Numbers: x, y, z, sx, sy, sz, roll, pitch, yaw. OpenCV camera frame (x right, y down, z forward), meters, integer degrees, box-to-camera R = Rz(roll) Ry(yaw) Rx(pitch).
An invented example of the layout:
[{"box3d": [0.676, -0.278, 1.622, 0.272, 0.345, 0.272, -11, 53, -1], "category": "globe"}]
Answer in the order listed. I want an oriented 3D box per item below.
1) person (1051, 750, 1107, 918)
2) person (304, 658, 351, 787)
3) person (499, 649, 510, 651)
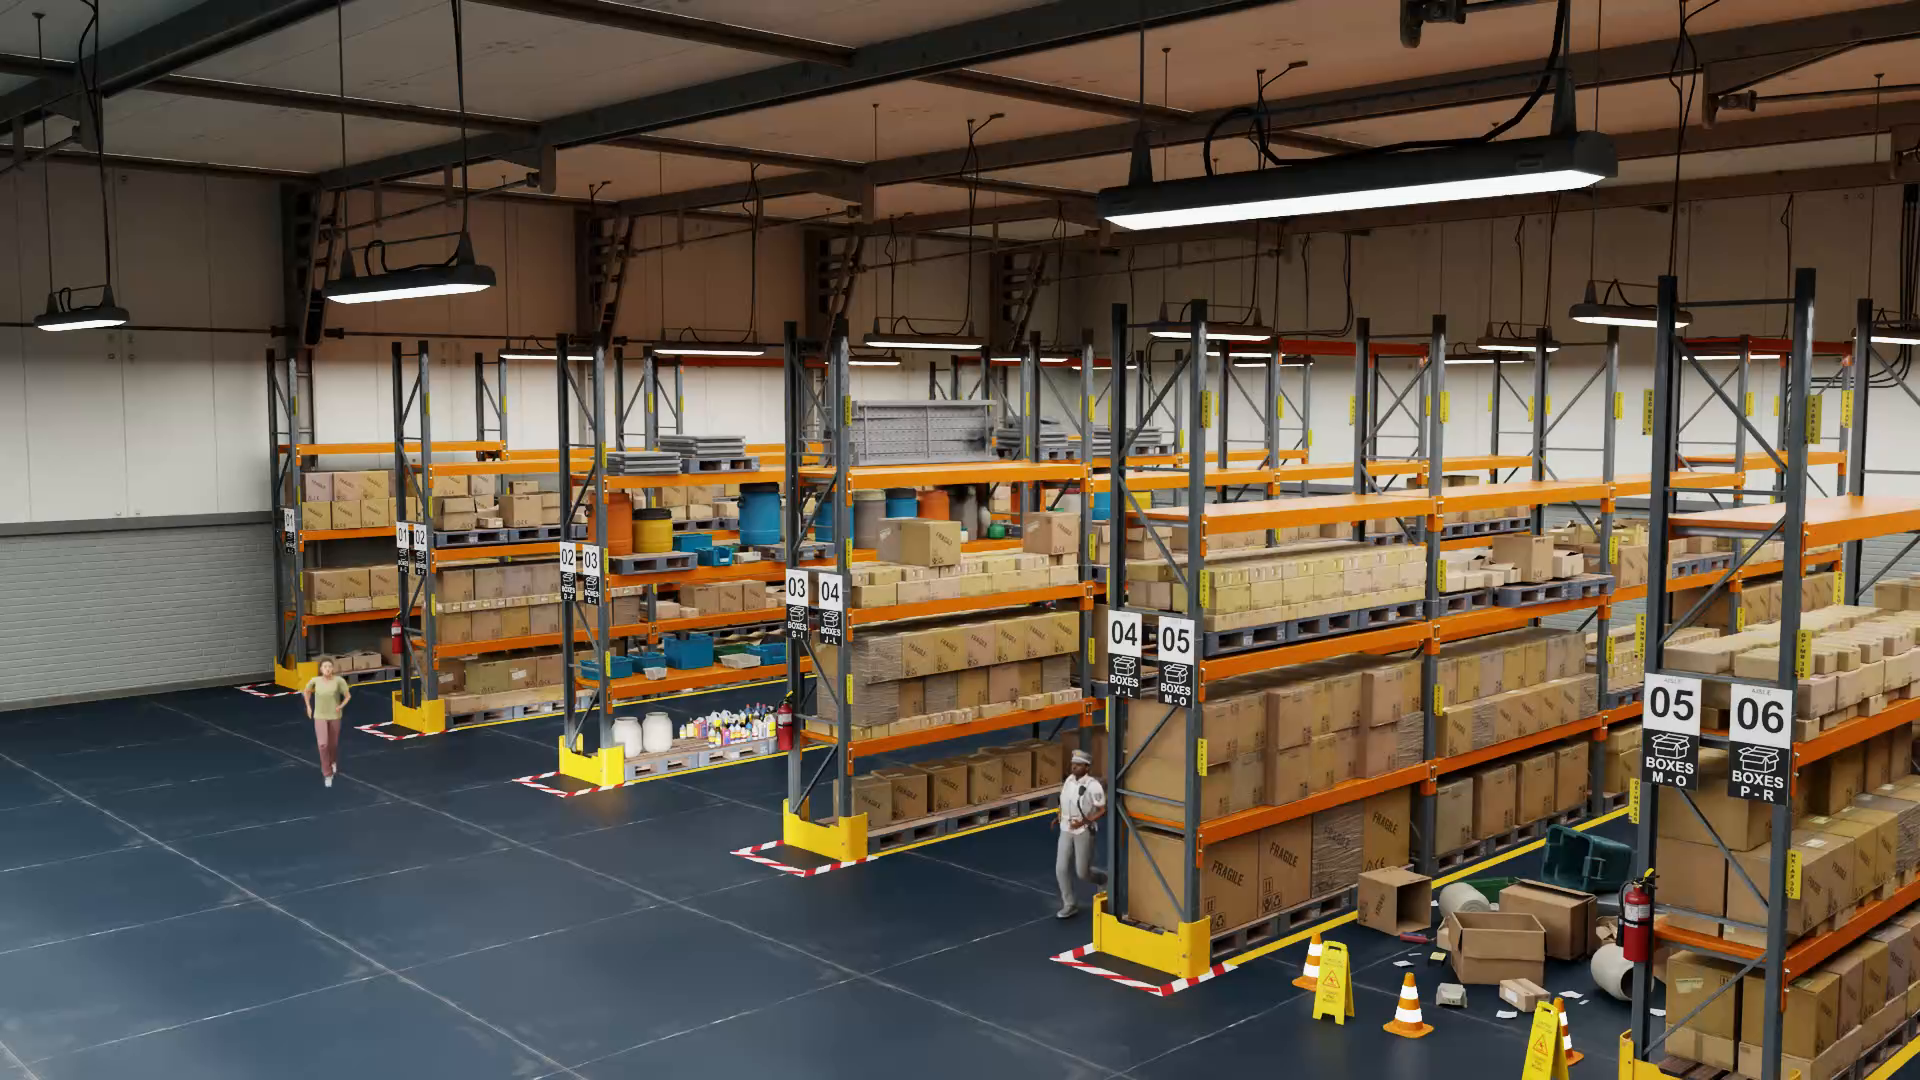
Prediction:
[{"box3d": [1.201, 2.902, 16.626, 0.580, 1.650, 0.701, 4, 7, 41], "category": "person"}, {"box3d": [-8.495, 2.425, 22.367, 0.588, 1.724, 0.867, -2, 5, -21], "category": "person"}, {"box3d": [-7.885, 1.801, 28.747, 0.572, 1.746, 0.661, -5, 7, -42], "category": "person"}]
